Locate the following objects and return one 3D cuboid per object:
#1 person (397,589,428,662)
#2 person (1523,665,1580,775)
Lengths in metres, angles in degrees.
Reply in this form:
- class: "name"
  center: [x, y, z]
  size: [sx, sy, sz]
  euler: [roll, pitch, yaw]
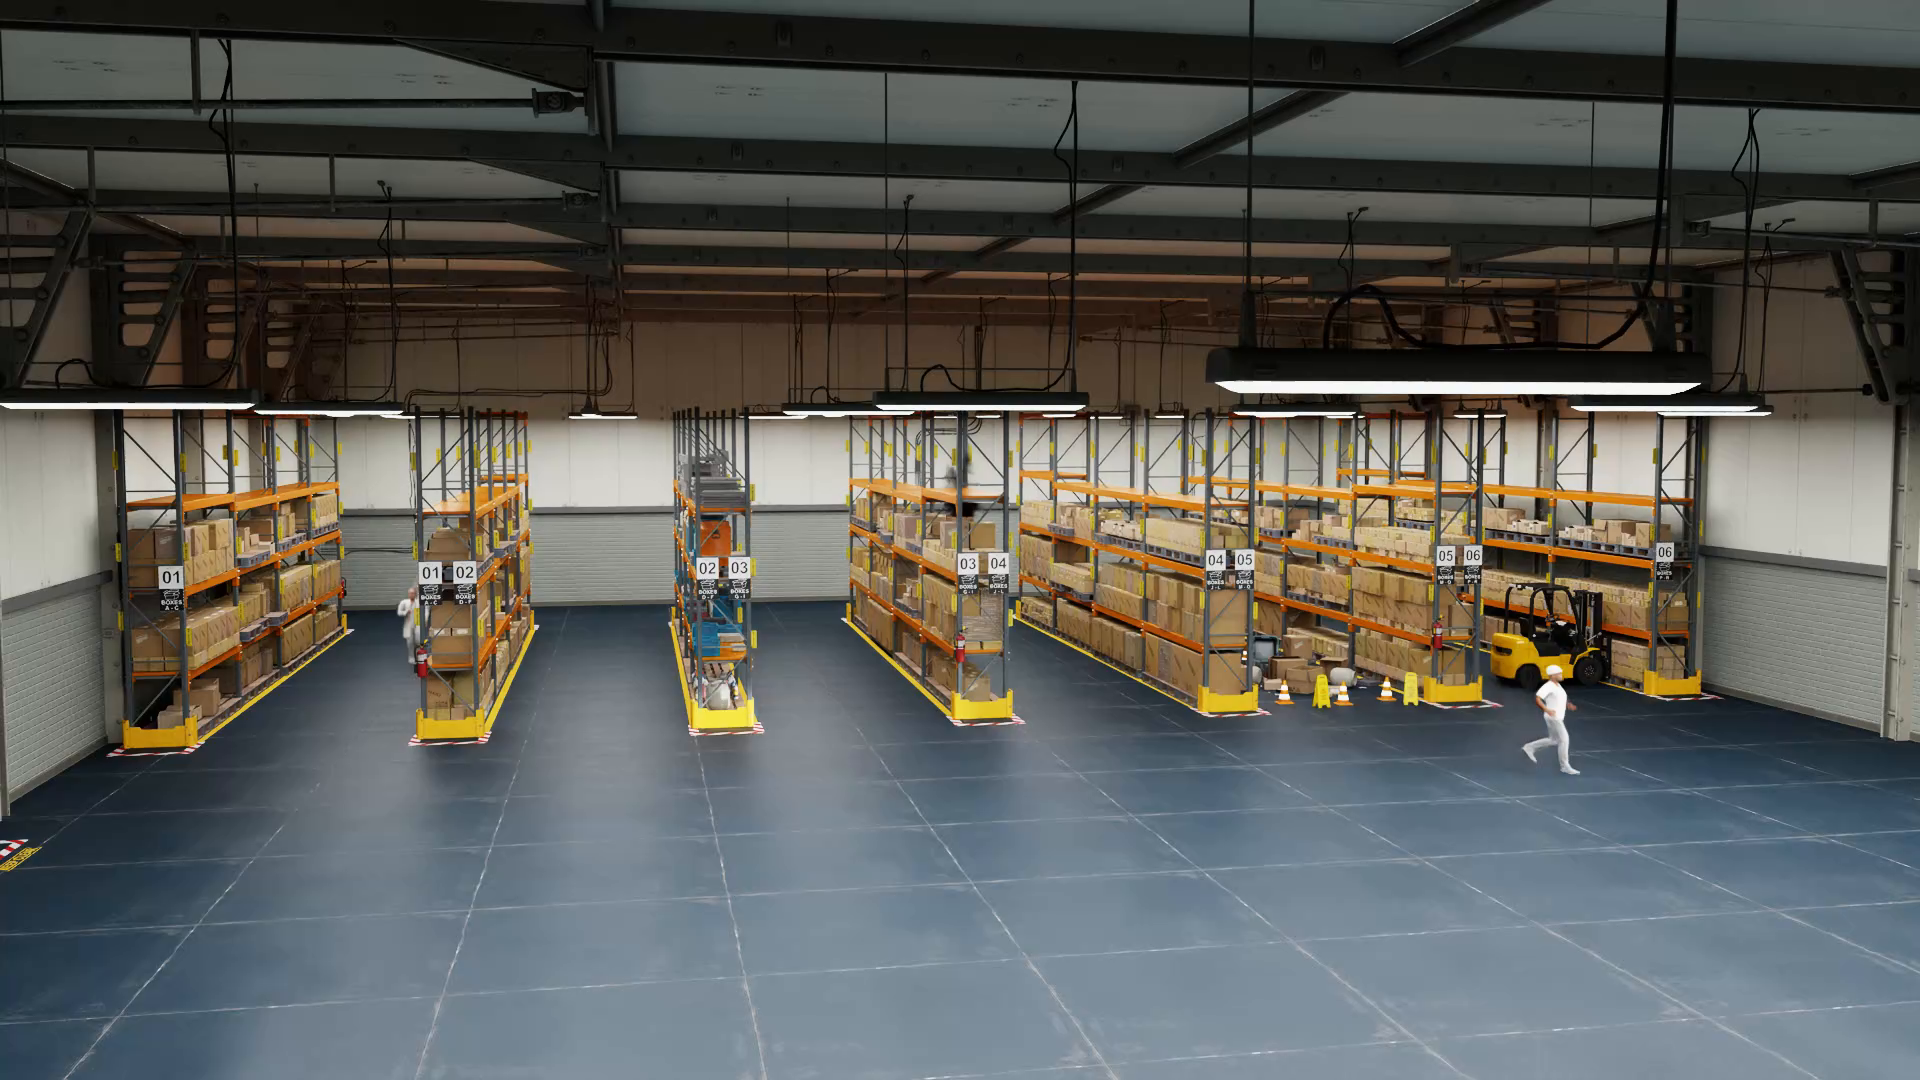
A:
- class: "person"
  center: [-12.837, 2.057, 39.028]
  size: [0.677, 1.846, 0.866]
  euler: [-1, 4, -15]
- class: "person"
  center: [9.670, 2.920, 27.165]
  size: [0.924, 1.768, 0.699]
  euler: [2, 5, 28]
